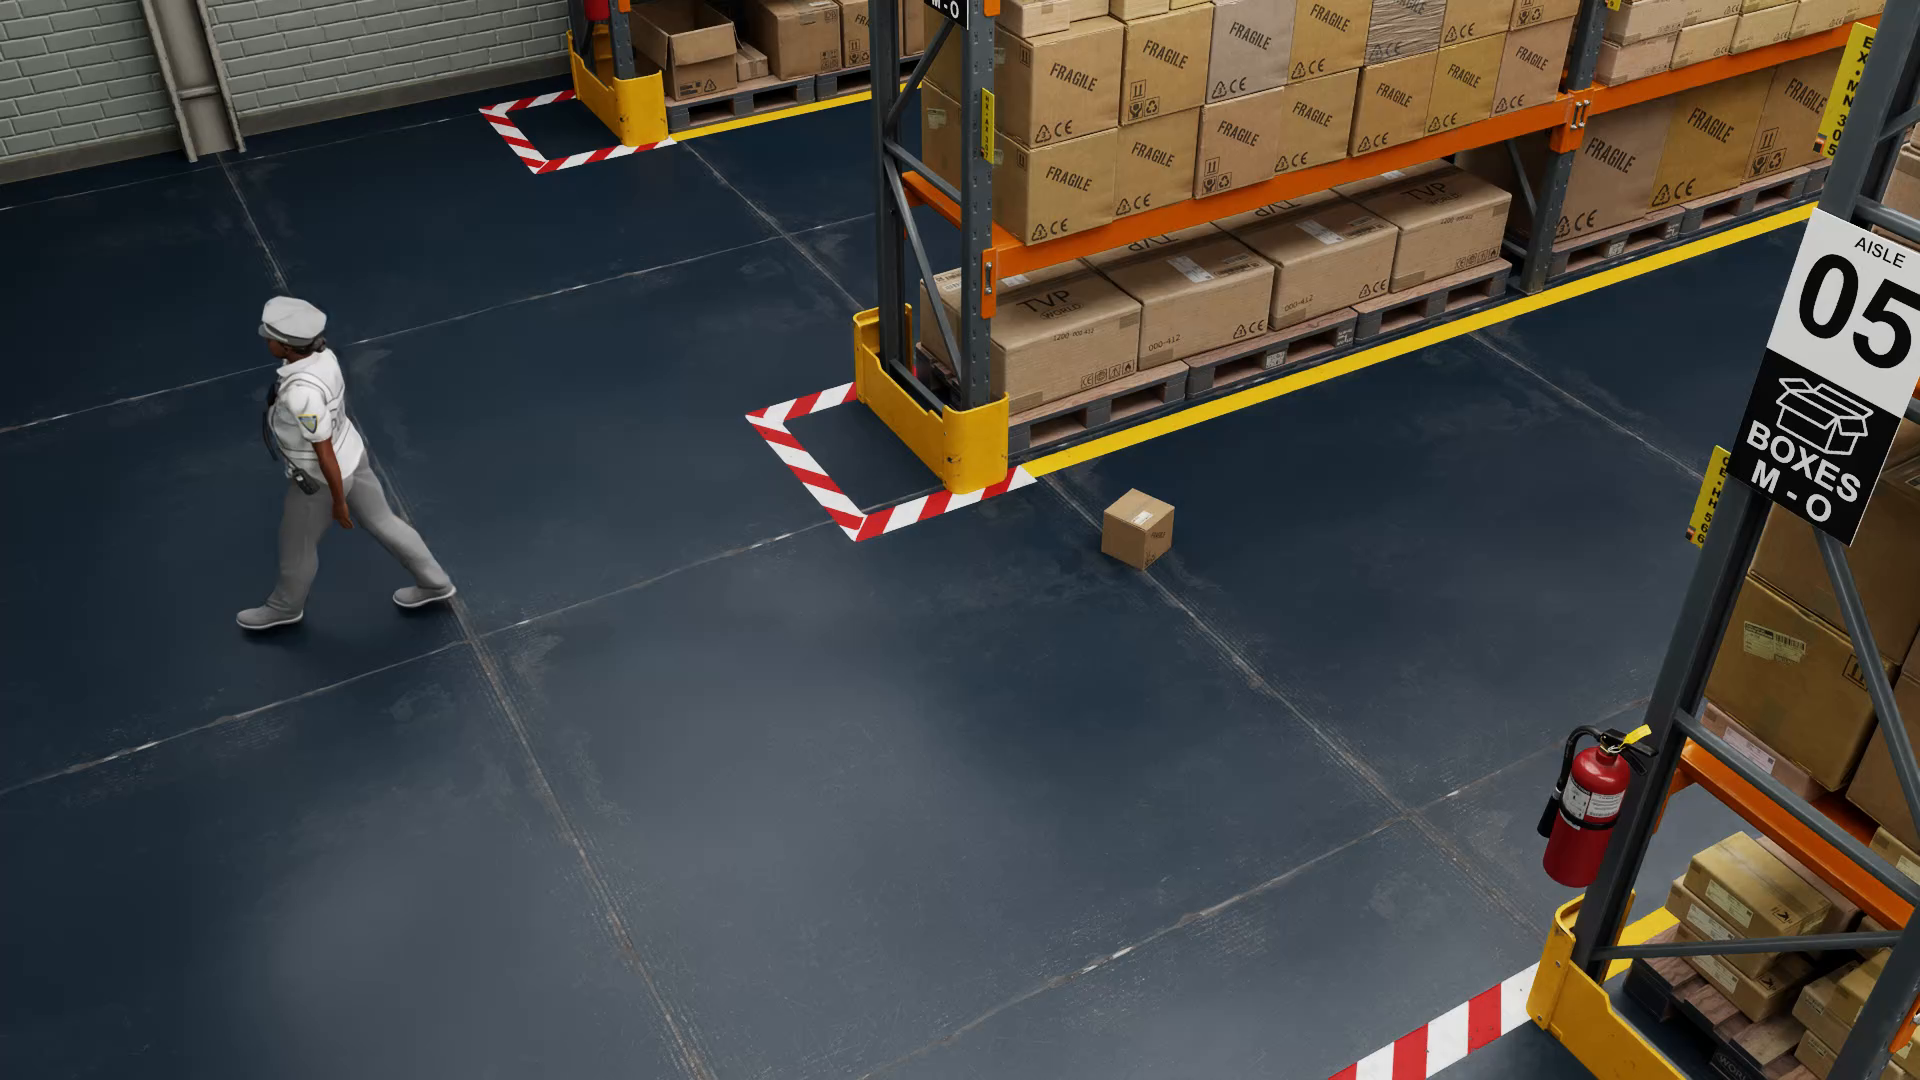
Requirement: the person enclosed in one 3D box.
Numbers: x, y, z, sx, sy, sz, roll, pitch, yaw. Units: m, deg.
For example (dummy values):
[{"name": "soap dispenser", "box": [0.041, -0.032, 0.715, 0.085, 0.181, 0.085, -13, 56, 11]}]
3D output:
[{"name": "person", "box": [-2.864, -0.340, 7.336, 0.980, 1.630, 0.477, 0, 37, -1]}]
